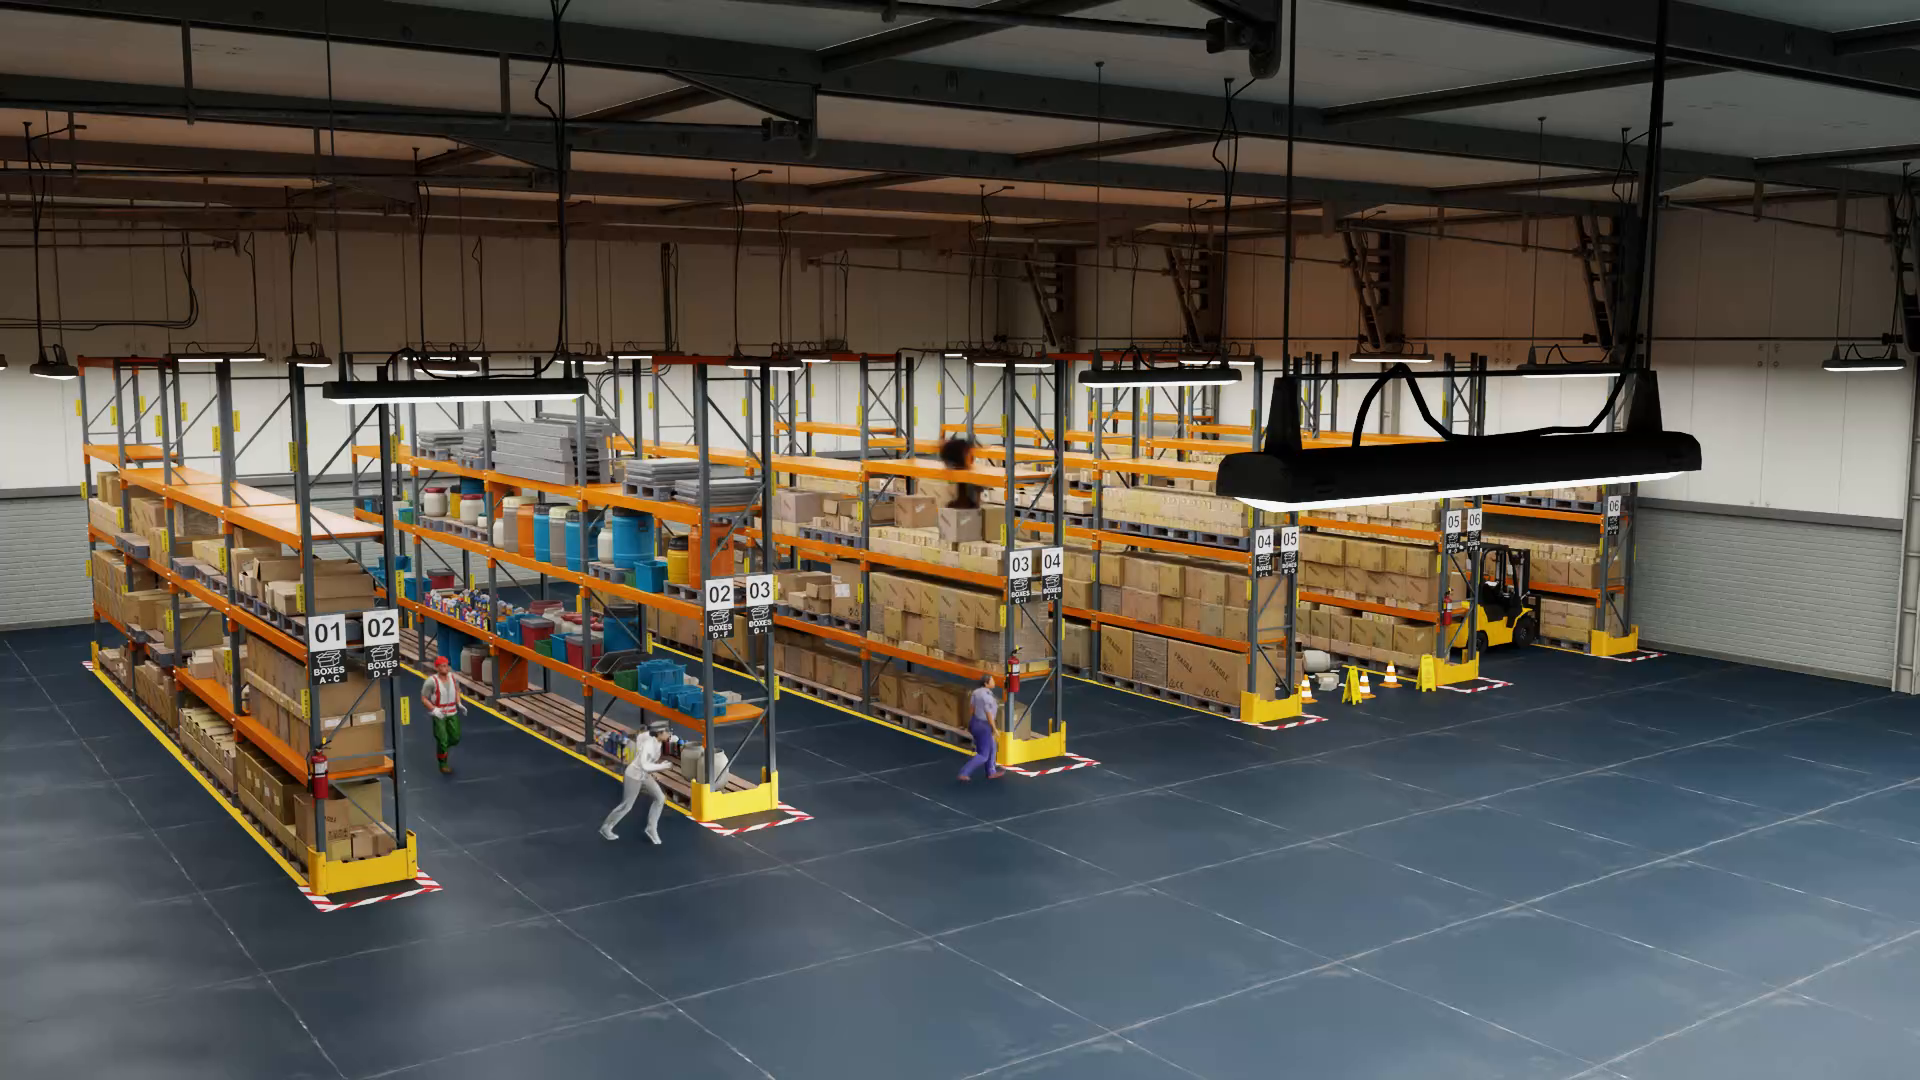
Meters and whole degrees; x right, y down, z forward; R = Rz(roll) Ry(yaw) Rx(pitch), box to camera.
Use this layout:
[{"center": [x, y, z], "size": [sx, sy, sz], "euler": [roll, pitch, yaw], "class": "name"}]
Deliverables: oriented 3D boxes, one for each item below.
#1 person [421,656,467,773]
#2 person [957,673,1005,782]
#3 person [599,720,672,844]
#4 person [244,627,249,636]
[{"center": [-7.536, 2.539, 24.276], "size": [0.654, 1.728, 0.643], "euler": [-6, 9, -43], "class": "person"}, {"center": [0.316, 2.730, 23.733], "size": [0.808, 1.506, 0.546], "euler": [-3, 8, -24], "class": "person"}, {"center": [-4.070, 3.055, 20.888], "size": [0.951, 1.610, 0.617], "euler": [0, 7, 3], "class": "person"}, {"center": [-12.330, 1.928, 29.520], "size": [0.580, 1.731, 0.724], "euler": [-5, 9, -38], "class": "person"}]
